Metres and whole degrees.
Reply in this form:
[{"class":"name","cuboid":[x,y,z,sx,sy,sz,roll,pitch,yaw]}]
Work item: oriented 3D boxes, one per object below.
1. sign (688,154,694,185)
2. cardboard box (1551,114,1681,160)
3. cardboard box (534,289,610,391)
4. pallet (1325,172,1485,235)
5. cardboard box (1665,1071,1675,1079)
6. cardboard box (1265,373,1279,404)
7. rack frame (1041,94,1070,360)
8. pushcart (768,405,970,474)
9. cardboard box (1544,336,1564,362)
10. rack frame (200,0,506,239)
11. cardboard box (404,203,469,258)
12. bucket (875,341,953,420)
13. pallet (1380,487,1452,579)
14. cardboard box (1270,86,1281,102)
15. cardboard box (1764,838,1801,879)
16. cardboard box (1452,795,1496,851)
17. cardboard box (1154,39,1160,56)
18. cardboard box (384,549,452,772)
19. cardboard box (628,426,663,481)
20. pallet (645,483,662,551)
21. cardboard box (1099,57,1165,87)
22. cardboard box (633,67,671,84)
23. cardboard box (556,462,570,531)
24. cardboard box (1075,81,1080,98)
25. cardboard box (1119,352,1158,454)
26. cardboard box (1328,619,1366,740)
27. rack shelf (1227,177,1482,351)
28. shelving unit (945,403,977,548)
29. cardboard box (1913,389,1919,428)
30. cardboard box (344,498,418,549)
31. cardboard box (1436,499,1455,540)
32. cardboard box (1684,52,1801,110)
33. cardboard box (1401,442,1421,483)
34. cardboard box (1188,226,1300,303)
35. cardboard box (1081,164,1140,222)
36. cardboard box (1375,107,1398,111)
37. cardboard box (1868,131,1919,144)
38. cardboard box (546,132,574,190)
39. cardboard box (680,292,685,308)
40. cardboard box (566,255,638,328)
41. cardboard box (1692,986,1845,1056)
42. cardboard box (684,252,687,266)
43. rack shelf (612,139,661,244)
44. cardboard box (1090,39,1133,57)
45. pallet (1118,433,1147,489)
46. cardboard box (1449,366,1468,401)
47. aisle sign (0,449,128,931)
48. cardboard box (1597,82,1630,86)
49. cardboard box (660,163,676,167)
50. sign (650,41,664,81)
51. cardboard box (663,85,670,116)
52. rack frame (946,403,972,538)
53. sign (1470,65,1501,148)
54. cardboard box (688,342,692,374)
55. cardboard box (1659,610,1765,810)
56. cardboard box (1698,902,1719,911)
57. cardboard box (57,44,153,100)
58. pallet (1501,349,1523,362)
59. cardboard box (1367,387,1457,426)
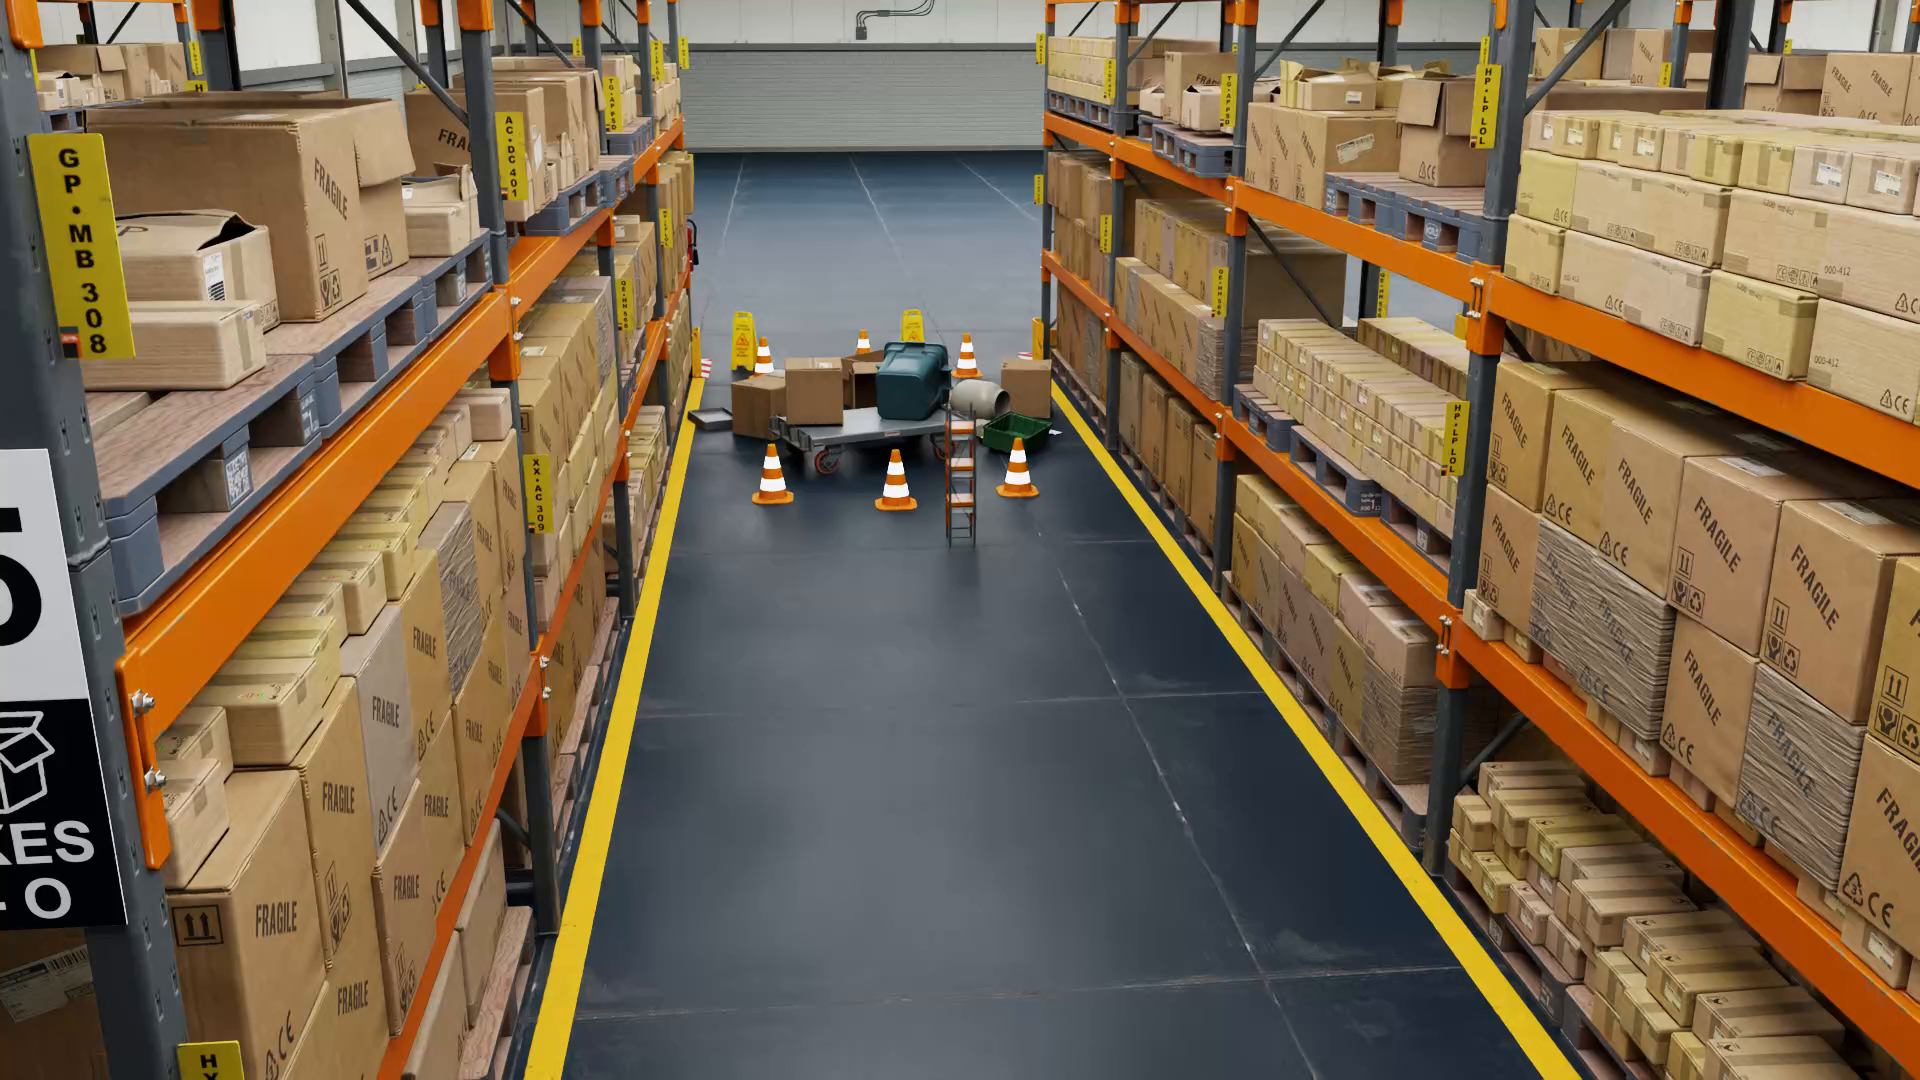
[{"class":"sign","cuboid":[-2.927,-4.005,17.966,0.100,0.325,0.005,-2,18,-6]},{"class":"cardboard box","cuboid":[2.454,-1.510,6.223,0.380,0.149,0.250,-3,18,-8]},{"class":"cardboard box","cuboid":[-2.282,-1.133,9.443,0.500,0.500,0.500,-1,17,-5]},{"class":"pallet","cuboid":[2.602,-1.736,8.505,1.213,0.211,1.003,-2,18,-6]},{"class":"cardboard box","cuboid":[2.616,1.919,5.616,0.380,0.149,0.250,-1,17,-5]},{"class":"cardboard box","cuboid":[2.130,-0.951,10.417,0.380,0.149,0.250,-1,17,-3]},{"class":"rack frame","cuboid":[1.432,-3.474,18.734,1.000,3.000,0.127,-2,18,-6]},{"class":"pushcart","cuboid":[-0.806,-0.933,15.019,1.648,0.377,0.936,-8,19,-25]},{"class":"cardboard box","cuboid":[6.565,-2.054,17.683,0.500,0.500,0.500,0,17,0]},{"class":"rack frame","cuboid":[-2.244,-2.578,5.864,1.000,3.000,0.127,-2,18,-6]},{"class":"cardboard box","cuboid":[-1.832,-1.016,5.448,0.380,0.149,0.250,-1,17,-4]},{"class":"bucket","cuboid":[-0.463,-1.415,15.103,0.726,0.611,0.620,4,28,13]},{"class":"pallet","cuboid":[2.735,-0.039,8.114,1.003,0.211,1.213,-2,18,-6]},{"class":"cardboard box","cuboid":[2.401,-2.949,11.336,0.500,0.311,0.500,-2,18,-6]},{"class":"cardboard box","cuboid":[2.722,0.938,5.100,0.380,0.149,0.250,-3,18,-8]},{"class":"cardboard box","cuboid":[2.389,1.237,7.290,0.380,0.149,0.250,-1,17,-3]},{"class":"cardboard box","cuboid":[2.038,-4.644,15.675,0.380,0.149,0.250,-2,17,-5]},{"class":"cardboard box","cuboid":[-1.771,0.344,4.736,0.500,0.500,0.500,-2,18,-5]},{"class":"cardboard box","cuboid":[-2.935,-0.675,13.506,0.950,0.372,0.625,-1,17,-2]},{"class":"pallet","cuboid":[-2.858,-0.172,12.873,1.003,0.211,1.213,-2,18,-6]},{"class":"cardboard box","cuboid":[1.538,-4.170,14.830,0.500,0.250,0.500,-2,18,-6]},{"class":"cardboard box","cuboid":[-2.961,-4.435,15.876,0.380,0.149,0.250,-1,17,-4]},{"class":"cardboard box","cuboid":[-2.090,-0.177,7.648,0.500,0.250,0.500,-2,17,-5]},{"class":"cardboard box","cuboid":[1.331,-4.395,16.211,0.380,0.149,0.250,-2,18,-6]},{"class":"cardboard box","cuboid":[1.998,-1.227,14.632,1.050,0.750,0.750,-2,18,-6]},{"class":"cardboard box","cuboid":[2.290,0.728,8.822,0.500,0.500,0.500,-2,18,-7]},{"class":"rack shelf","cuboid":[2.463,-1.582,8.902,1.077,0.370,4.000,-2,18,-6]},{"class":"shelving unit","cuboid":[0.006,-0.485,12.469,0.215,1.050,0.252,-2,18,-6]},{"class":"cardboard box","cuboid":[2.712,-0.345,4.012,0.500,0.250,0.500,-2,18,-6]},{"class":"cardboard box","cuboid":[-1.786,-0.012,4.789,0.380,0.149,0.250,-2,18,-6]},{"class":"cardboard box","cuboid":[2.432,-0.091,7.678,0.380,0.149,0.250,-2,18,-7]},{"class":"cardboard box","cuboid":[6.738,-3.943,14.346,0.797,0.503,0.637,-3,18,-8]},{"class":"cardboard box","cuboid":[2.381,-0.386,8.120,0.380,0.149,0.250,-1,17,-3]},{"class":"cardboard box","cuboid":[2.112,-2.052,12.370,0.700,0.500,0.500,-2,18,-6]},{"class":"cardboard box","cuboid":[1.687,-3.463,16.646,0.875,0.550,0.500,-2,18,-6]},{"class":"cardboard box","cuboid":[2.633,-2.258,9.687,0.500,0.500,0.500,-2,18,-6]},{"class":"cardboard box","cuboid":[3.133,-1.217,5.289,0.380,0.149,0.250,-2,18,-6]},{"class":"cardboard box","cuboid":[-2.084,-1.838,8.039,0.396,0.266,0.258,0,17,-1]},{"class":"cardboard box","cuboid":[-3.012,-2.433,16.975,0.380,0.149,0.250,-1,17,-5]},{"class":"cardboard box","cuboid":[-2.595,-1.751,11.883,0.500,0.500,0.500,-1,17,-5]},{"class":"cardboard box","cuboid":[2.690,1.630,5.542,0.380,0.149,0.250,-2,18,-7]},{"class":"cardboard box","cuboid":[-3.093,-2.994,17.625,0.380,0.149,0.250,-2,18,-6]},{"class":"rack shelf","cuboid":[-2.862,-2.591,12.115,1.077,0.370,4.000,-2,18,-6]},{"class":"cardboard box","cuboid":[1.413,-4.545,15.360,0.380,0.149,0.250,-1,17,-5]},{"class":"pallet","cuboid":[1.999,-0.724,14.631,1.003,0.211,1.213,-2,18,-6]},{"class":"cardboard box","cuboid":[2.921,-0.860,9.133,0.380,0.149,0.250,-1,17,-4]},{"class":"aisle sign","cuboid":[-1.535,0.249,2.538,0.394,0.787,0.004,-2,18,-6]},{"class":"cardboard box","cuboid":[6.412,-4.358,16.127,0.380,0.149,0.250,-1,17,-4]},{"class":"cardboard box","cuboid":[-3.098,-3.359,16.036,0.700,0.500,0.500,-2,18,-6]},{"class":"sign","cuboid":[-2.517,-3.983,13.827,0.100,0.325,0.005,-2,18,-6]},{"class":"cardboard box","cuboid":[-2.943,-4.043,15.293,0.500,0.250,0.500,-2,18,-5]},{"class":"rack frame","cuboid":[-0.007,-0.521,12.585,0.200,1.050,0.008,-2,18,-6]},{"class":"sign","cuboid":[2.118,-1.746,6.702,0.100,0.325,0.005,-2,18,-6]},{"class":"cardboard box","cuboid":[-3.128,-1.939,17.736,0.500,0.250,0.500,-2,18,-6]},{"class":"cardboard box","cuboid":[2.629,0.525,5.335,0.500,0.500,0.500,-1,17,-3]},{"class":"cardboard box","cuboid":[3.078,1.516,6.402,0.380,0.149,0.250,-1,17,-4]},{"class":"cardboard box","cuboid":[-8.124,-4.430,15.739,0.700,0.500,0.500,-2,18,-5]},{"class":"pallet","cuboid":[6.432,-2.001,18.697,1.003,0.211,1.213,-2,18,-6]},{"class":"cardboard box","cuboid":[2.332,-0.685,8.576,0.380,0.149,0.250,-2,18,-7]}]
